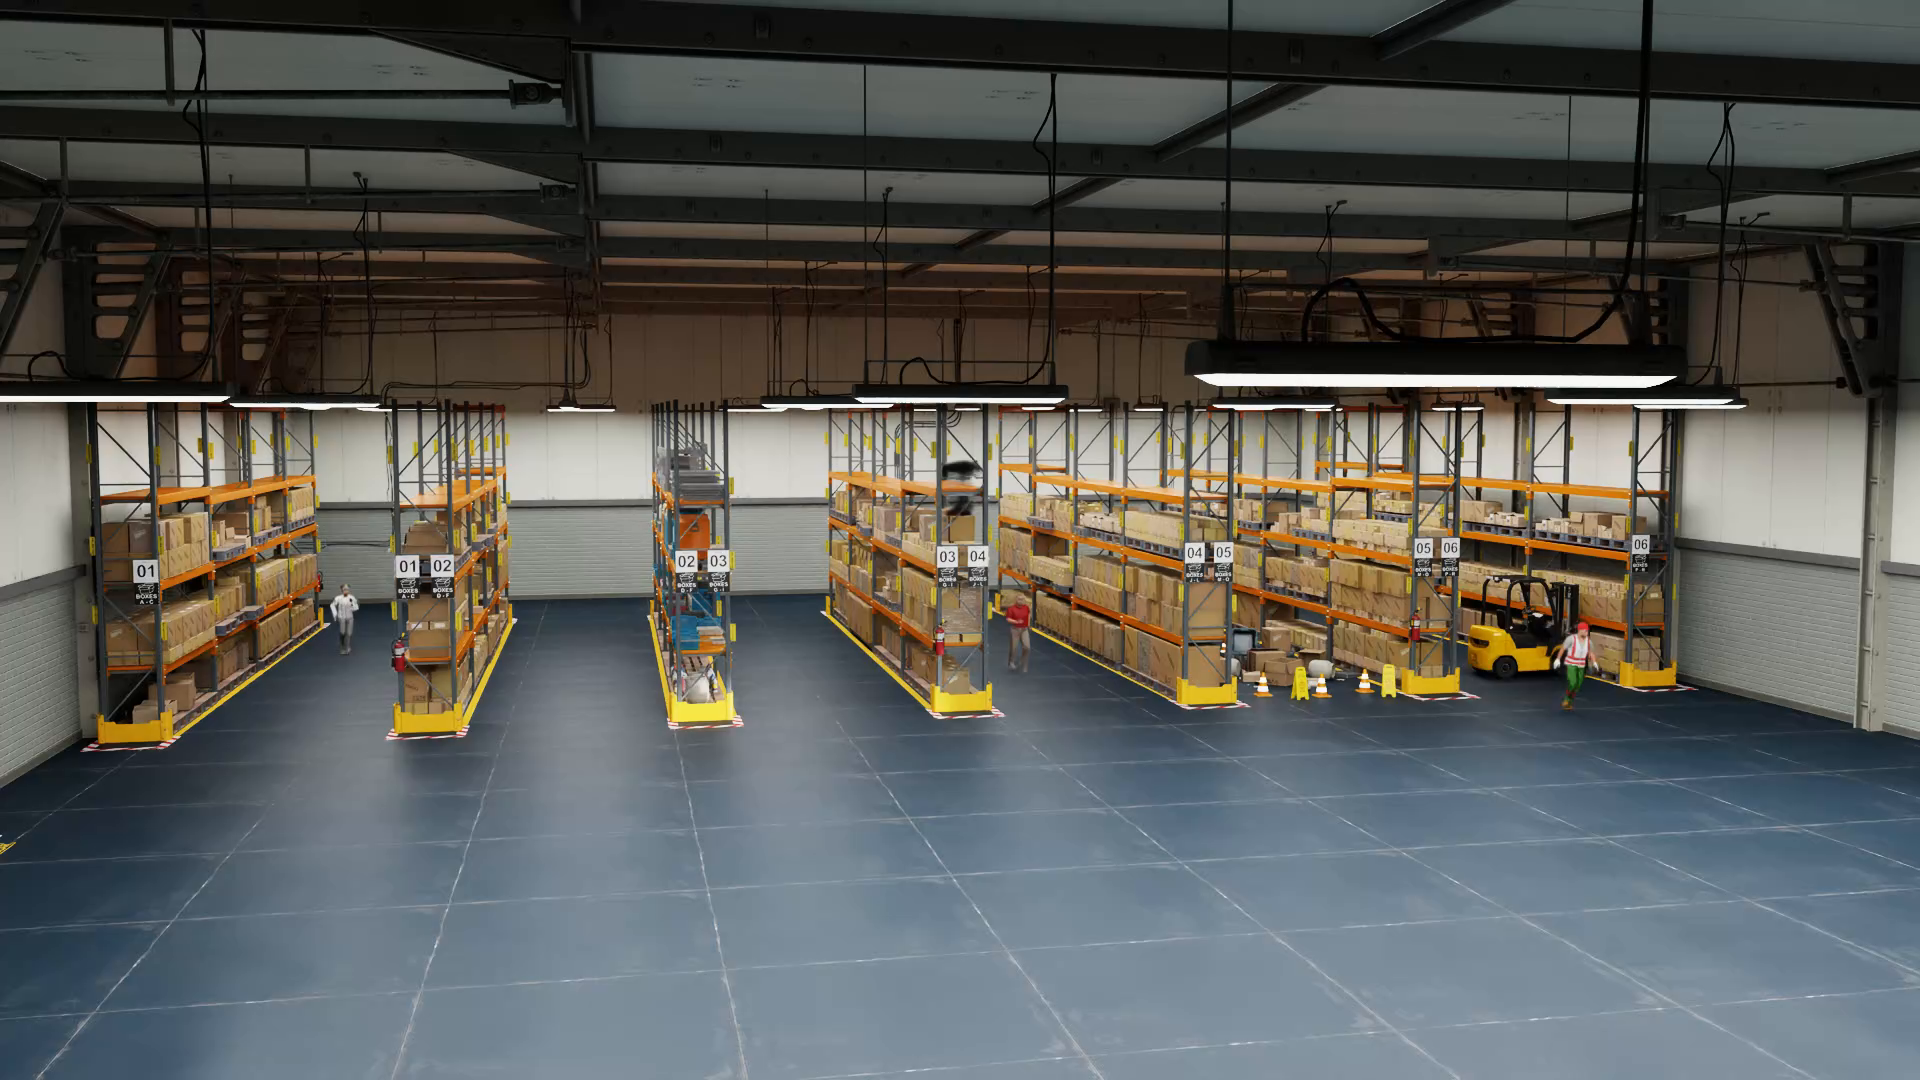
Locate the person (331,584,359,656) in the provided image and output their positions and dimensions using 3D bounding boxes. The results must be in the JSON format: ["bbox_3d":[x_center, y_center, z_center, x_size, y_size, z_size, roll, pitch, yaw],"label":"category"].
[{"bbox_3d":[-14.626,1.898,39.592,0.591,1.718,0.695,-2,5,-27],"label":"person"}]

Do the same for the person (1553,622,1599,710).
[{"bbox_3d":[11.881,2.434,32.055,0.664,1.734,0.698,-1,4,-13],"label":"person"}]

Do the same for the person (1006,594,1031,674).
[{"bbox_3d":[1.313,2.133,36.929,0.638,1.710,0.852,-1,4,-17],"label":"person"}]
